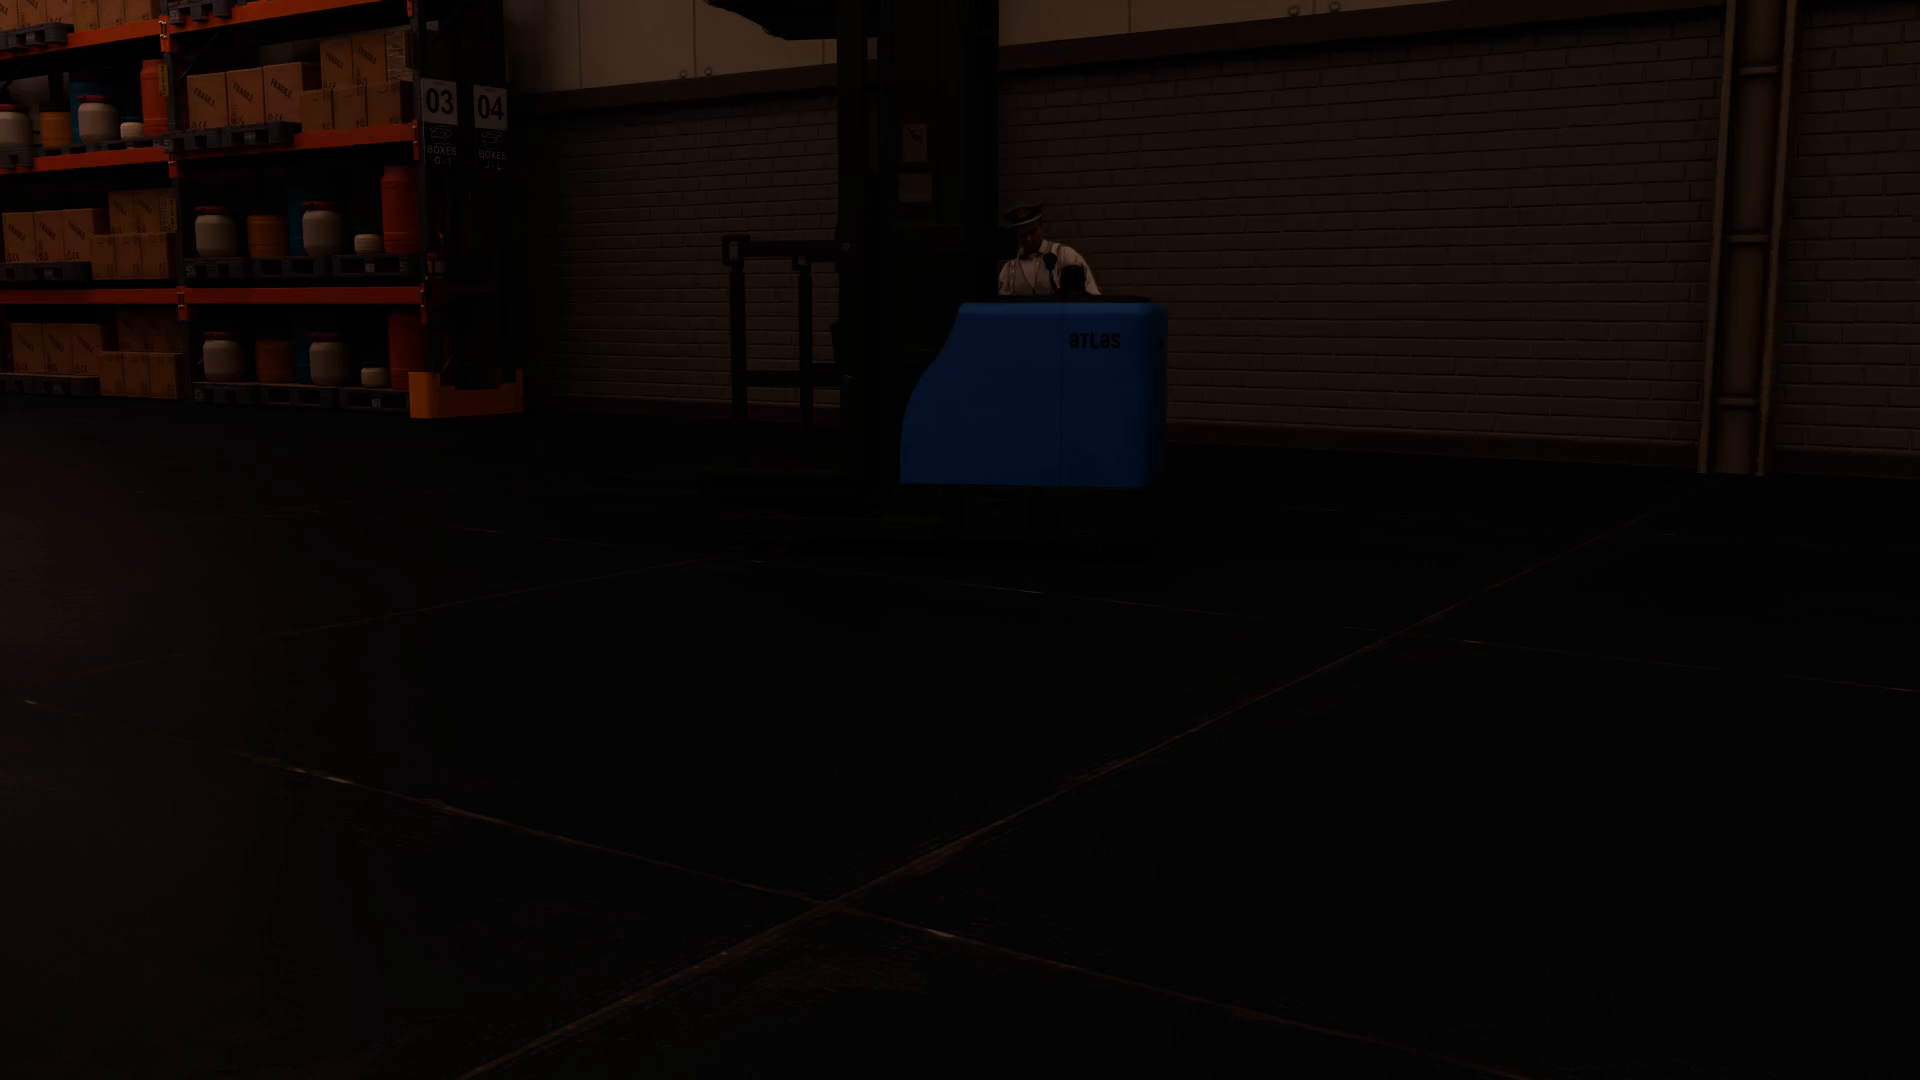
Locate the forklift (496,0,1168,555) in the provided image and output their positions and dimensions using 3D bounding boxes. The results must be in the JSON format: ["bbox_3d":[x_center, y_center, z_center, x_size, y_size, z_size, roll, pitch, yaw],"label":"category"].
[{"bbox_3d":[-0.596,-1.469,7.520,3.031,2.935,1.130,2,8,12],"label":"forklift"}]

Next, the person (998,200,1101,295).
[{"bbox_3d":[0.439,-1.019,9.058,0.824,1.630,0.386,3,9,23],"label":"person"}]
